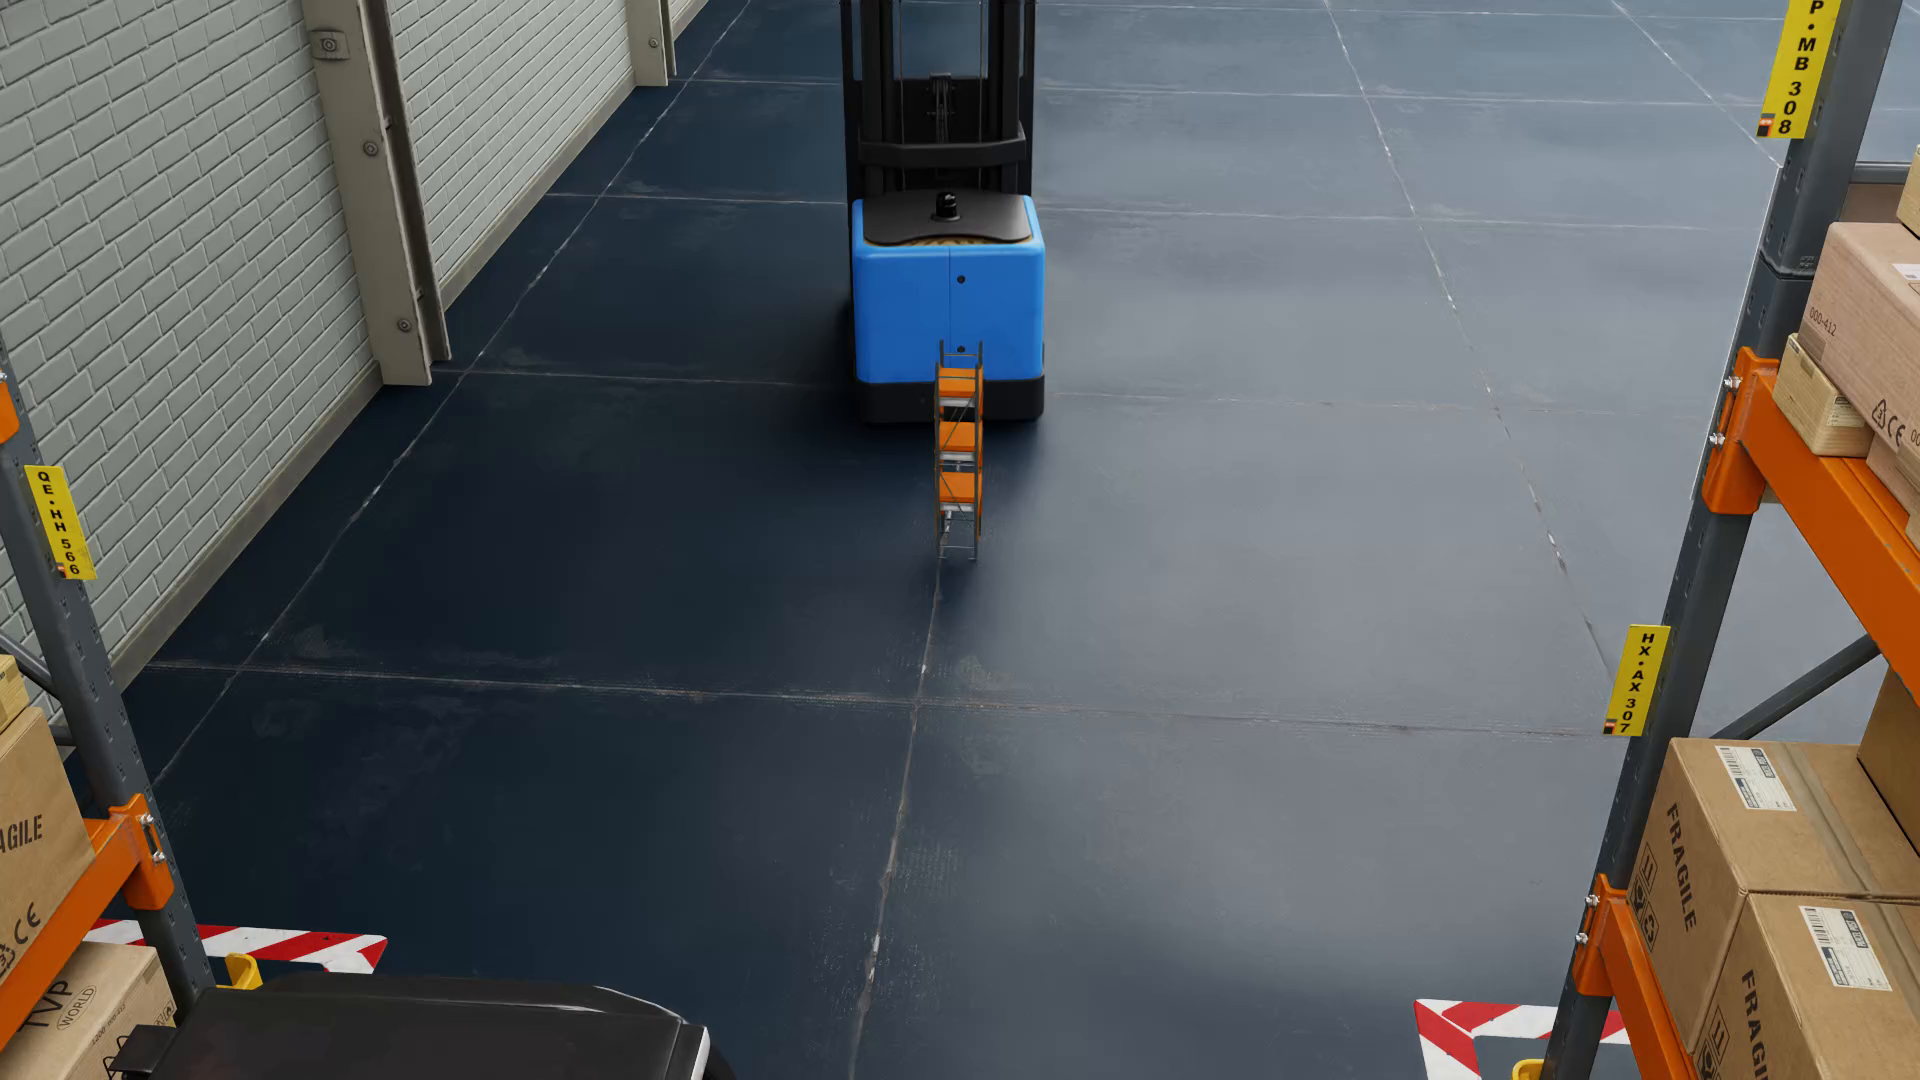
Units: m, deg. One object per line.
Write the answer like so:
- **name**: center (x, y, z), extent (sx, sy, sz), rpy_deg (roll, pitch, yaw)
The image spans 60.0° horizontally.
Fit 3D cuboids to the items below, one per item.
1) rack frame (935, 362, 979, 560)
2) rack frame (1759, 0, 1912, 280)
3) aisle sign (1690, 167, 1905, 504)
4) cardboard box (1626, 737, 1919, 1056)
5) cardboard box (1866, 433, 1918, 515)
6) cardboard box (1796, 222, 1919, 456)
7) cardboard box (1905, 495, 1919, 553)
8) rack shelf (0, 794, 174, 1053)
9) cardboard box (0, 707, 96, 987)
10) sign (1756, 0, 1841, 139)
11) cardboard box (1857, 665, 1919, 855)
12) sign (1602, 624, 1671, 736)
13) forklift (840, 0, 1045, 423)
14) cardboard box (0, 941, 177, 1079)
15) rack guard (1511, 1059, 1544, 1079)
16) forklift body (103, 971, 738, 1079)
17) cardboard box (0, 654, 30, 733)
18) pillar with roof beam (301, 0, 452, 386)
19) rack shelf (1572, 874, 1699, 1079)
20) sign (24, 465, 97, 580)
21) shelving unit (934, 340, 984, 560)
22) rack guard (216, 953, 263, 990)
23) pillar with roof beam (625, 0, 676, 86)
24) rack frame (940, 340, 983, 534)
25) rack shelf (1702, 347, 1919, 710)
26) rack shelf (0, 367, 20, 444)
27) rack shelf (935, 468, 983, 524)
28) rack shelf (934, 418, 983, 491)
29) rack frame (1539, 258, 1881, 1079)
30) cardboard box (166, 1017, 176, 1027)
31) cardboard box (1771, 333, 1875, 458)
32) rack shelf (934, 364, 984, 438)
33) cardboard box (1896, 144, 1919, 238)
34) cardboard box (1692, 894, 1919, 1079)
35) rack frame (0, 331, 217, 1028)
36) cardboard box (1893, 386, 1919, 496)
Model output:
- **rack frame**: center (-0.014, -0.355, 7.826), extent (0.200, 1.050, 0.008), rpy_deg (2, 32, 4)
- **rack frame**: center (2.175, -1.821, 2.627), extent (1.000, 3.000, 0.127), rpy_deg (2, 32, 4)
- **aisle sign**: center (1.871, -0.419, 3.593), extent (0.394, 0.787, 0.004), rpy_deg (2, 32, 4)
- **cardboard box**: center (1.860, 0.800, 3.714), extent (0.500, 0.500, 0.500), rpy_deg (2, 32, 3)
- **cardboard box**: center (1.892, -0.136, 2.992), extent (0.380, 0.149, 0.250), rpy_deg (1, 32, 2)
- **cardboard box**: center (1.868, -0.355, 2.967), extent (0.500, 0.250, 0.500), rpy_deg (2, 32, 3)
- **cardboard box**: center (1.836, 0.001, 2.770), extent (0.380, 0.149, 0.250), rpy_deg (3, 32, 5)
- **rack shelf**: center (-2.936, 1.875, 3.034), extent (1.077, 0.370, 4.000), rpy_deg (2, 32, 4)
- **cardboard box**: center (-2.551, 0.749, 4.080), extent (0.500, 0.500, 0.500), rpy_deg (2, 32, 3)
- **sign**: center (1.634, -0.939, 3.222), extent (0.100, 0.325, 0.005), rpy_deg (2, 32, 4)
- **cardboard box**: center (2.351, 0.415, 3.386), extent (0.700, 0.500, 0.500), rpy_deg (2, 32, 3)
- **sign**: center (1.634, 0.342, 4.012), extent (0.100, 0.325, 0.005), rpy_deg (2, 32, 4)
- **forklift**: center (-0.138, -2.635, 9.732), extent (1.130, 2.935, 3.031), rpy_deg (-2, 32, -3)
- **cardboard box**: center (-2.500, 1.343, 4.479), extent (0.500, 0.250, 0.500), rpy_deg (3, 32, 6)
- **rack guard**: center (2.168, 1.837, 4.793), extent (1.175, 0.500, 0.348), rpy_deg (2, 32, 4)
- **forklift body**: center (-1.109, 1.954, 3.029), extent (2.313, 2.155, 1.214), rpy_deg (2, 32, 4)
- **cardboard box**: center (-2.522, 0.398, 4.032), extent (0.380, 0.149, 0.250), rpy_deg (3, 32, 5)
- **pillar with roof beam**: center (1.051, -4.659, 7.232), extent (9.100, 9.000, 0.400), rpy_deg (2, 32, 4)
- **rack shelf**: center (2.012, 2.085, 2.693), extent (1.077, 0.370, 4.000), rpy_deg (2, 32, 4)
- **sign**: center (-2.233, -0.040, 4.127), extent (0.100, 0.325, 0.005), rpy_deg (2, 32, 4)
- **shelving unit**: center (-0.004, -0.419, 7.929), extent (0.215, 1.050, 0.252), rpy_deg (2, 32, 4)
- **rack guard**: center (-2.771, 1.575, 5.218), extent (1.175, 0.500, 0.348), rpy_deg (2, 32, 4)
- **pillar with roof beam**: center (1.540, -7.796, 12.323), extent (9.100, 9.000, 0.400), rpy_deg (2, 32, 4)
- **rack frame**: center (0.006, -0.483, 8.033), extent (0.200, 1.050, 0.008), rpy_deg (2, 32, 4)
- **rack shelf**: center (2.012, 0.808, 1.906), extent (1.077, 0.370, 4.000), rpy_deg (2, 32, 4)
- **rack shelf**: center (-2.936, 0.598, 2.247), extent (1.077, 0.370, 4.000), rpy_deg (2, 32, 4)
- **rack shelf**: center (-0.004, -0.173, 8.081), extent (0.215, 0.259, 0.240), rpy_deg (2, 32, 4)
- **rack shelf**: center (-0.004, -0.410, 7.935), extent (0.215, 0.259, 0.240), rpy_deg (2, 32, 4)
- **rack frame**: center (2.175, 0.733, 4.201), extent (1.000, 3.000, 0.127), rpy_deg (2, 32, 4)
- **cardboard box**: center (-2.501, 1.570, 4.587), extent (0.500, 0.250, 0.500), rpy_deg (2, 32, 3)
- **cardboard box**: center (1.824, -0.277, 3.221), extent (0.380, 0.149, 0.250), rpy_deg (2, 32, 4)
- **rack shelf**: center (-0.004, -0.652, 7.786), extent (0.215, 0.259, 0.240), rpy_deg (2, 32, 4)
- **cardboard box**: center (1.942, -0.599, 2.984), extent (0.380, 0.149, 0.250), rpy_deg (2, 32, 4)
- **cardboard box**: center (1.821, 1.071, 3.275), extent (0.500, 0.500, 0.500), rpy_deg (3, 32, 5)
- **rack frame**: center (-2.770, 0.523, 4.542), extent (0.949, 2.616, 0.053), rpy_deg (2, 32, 4)
- **cardboard box**: center (1.817, -0.092, 2.541), extent (0.500, 0.250, 0.500), rpy_deg (2, 32, 3)
